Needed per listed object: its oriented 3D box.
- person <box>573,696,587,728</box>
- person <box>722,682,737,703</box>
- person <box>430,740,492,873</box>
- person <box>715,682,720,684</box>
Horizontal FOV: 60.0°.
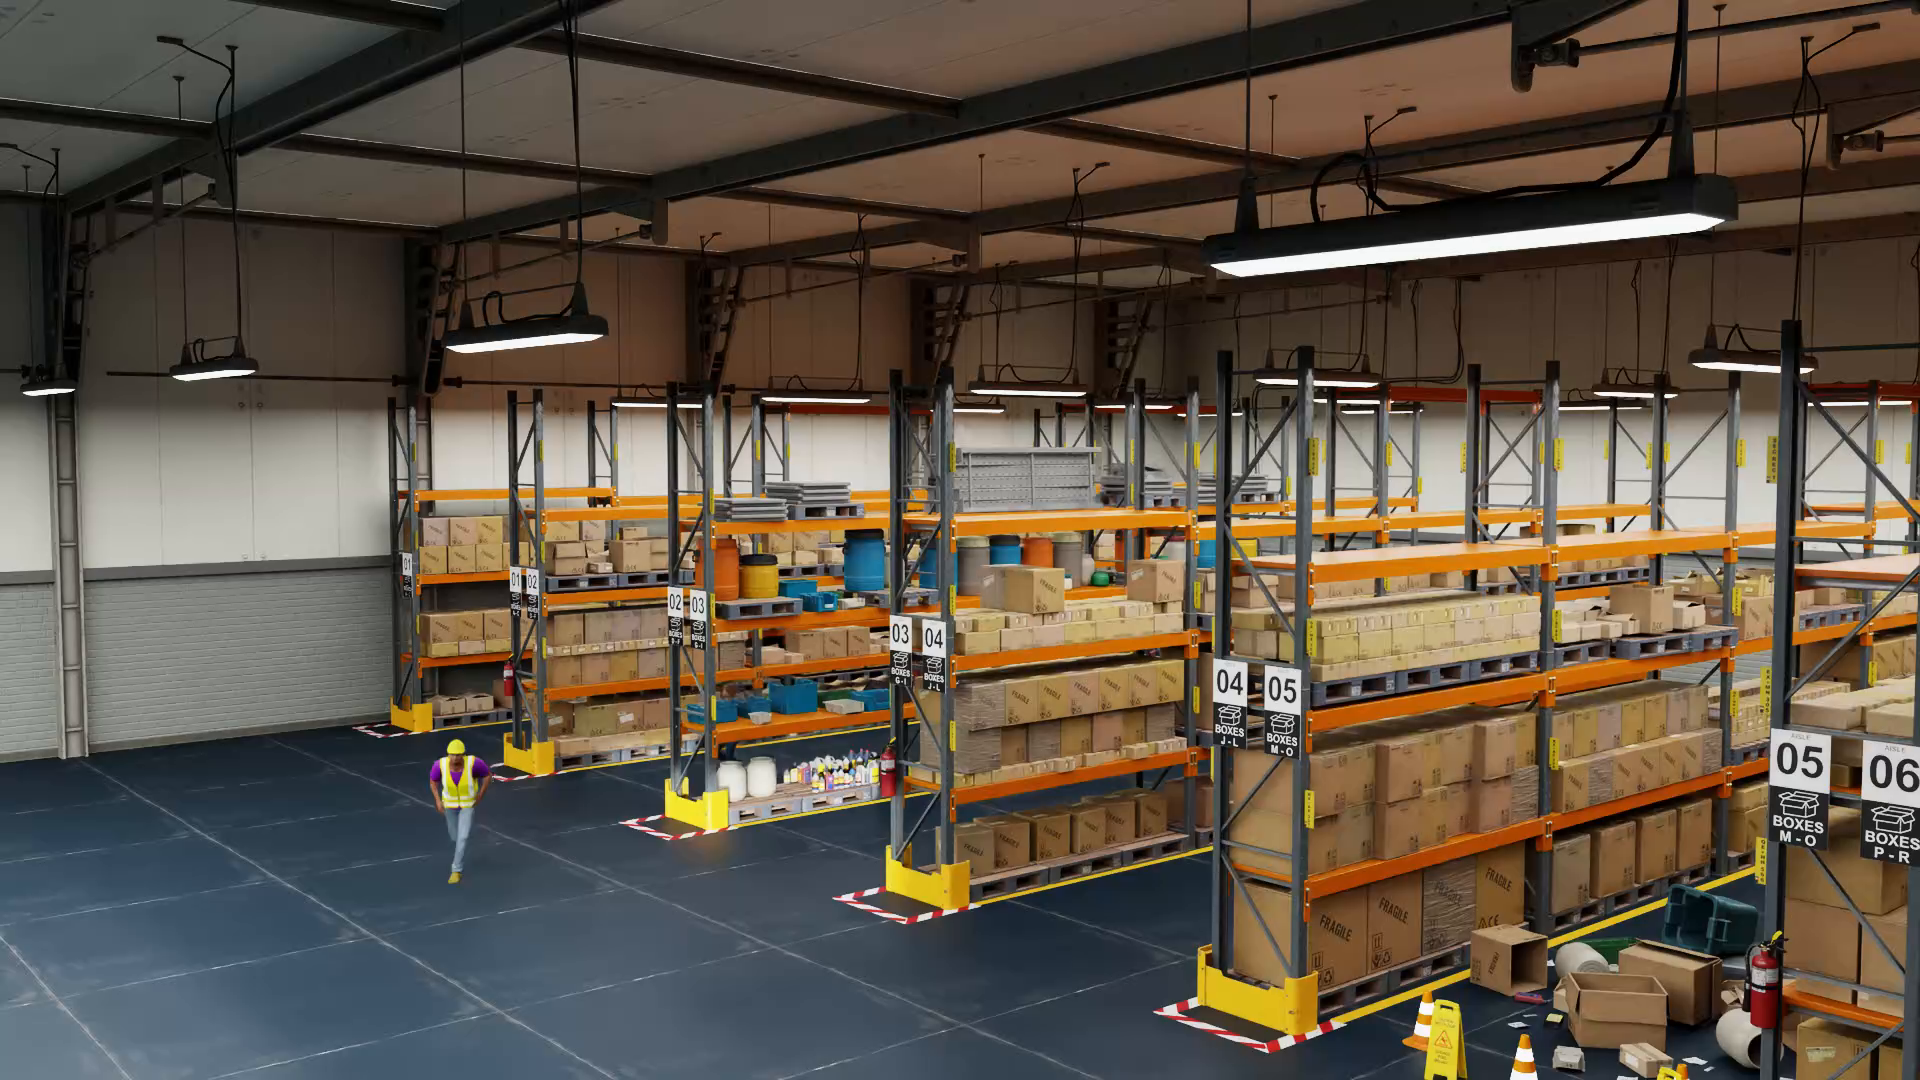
[{"bbox_3d":[-6.477,2.556,28.724,0.764,1.589,0.545,-3,4,-41],"label":"person"},{"bbox_3d":[-3.529,2.538,24.942,0.498,0.798,0.511,-3,4,-41],"label":"person"},{"bbox_3d":[-5.944,3.134,19.825,0.709,1.613,0.930,-1,3,-13],"label":"person"},{"bbox_3d":[-4.583,2.380,31.503,0.447,1.693,0.739,2,4,30],"label":"person"}]
